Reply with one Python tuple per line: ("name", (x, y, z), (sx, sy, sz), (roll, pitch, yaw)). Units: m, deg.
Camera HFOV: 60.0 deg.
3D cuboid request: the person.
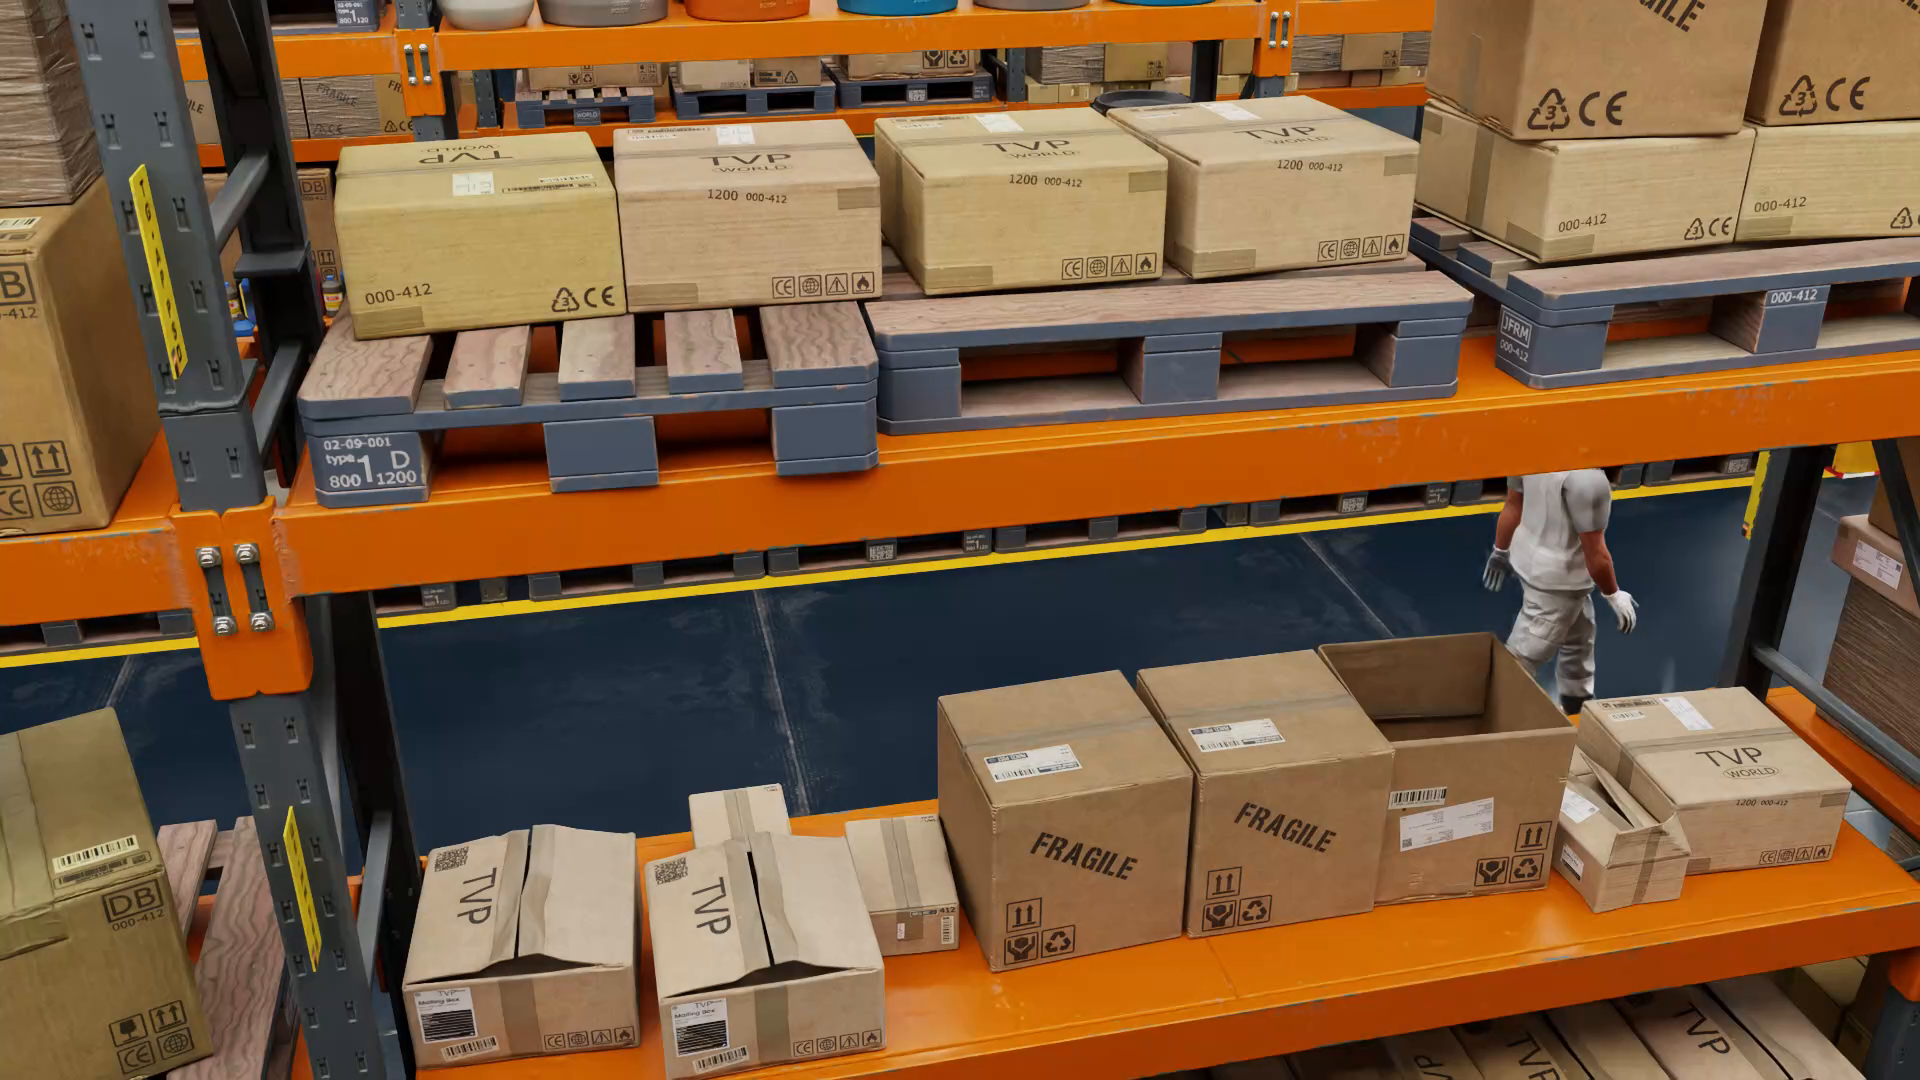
("person", (2.454, 0.147, 6.802), (1.046, 1.749, 0.598), (-2, 27, -4))
